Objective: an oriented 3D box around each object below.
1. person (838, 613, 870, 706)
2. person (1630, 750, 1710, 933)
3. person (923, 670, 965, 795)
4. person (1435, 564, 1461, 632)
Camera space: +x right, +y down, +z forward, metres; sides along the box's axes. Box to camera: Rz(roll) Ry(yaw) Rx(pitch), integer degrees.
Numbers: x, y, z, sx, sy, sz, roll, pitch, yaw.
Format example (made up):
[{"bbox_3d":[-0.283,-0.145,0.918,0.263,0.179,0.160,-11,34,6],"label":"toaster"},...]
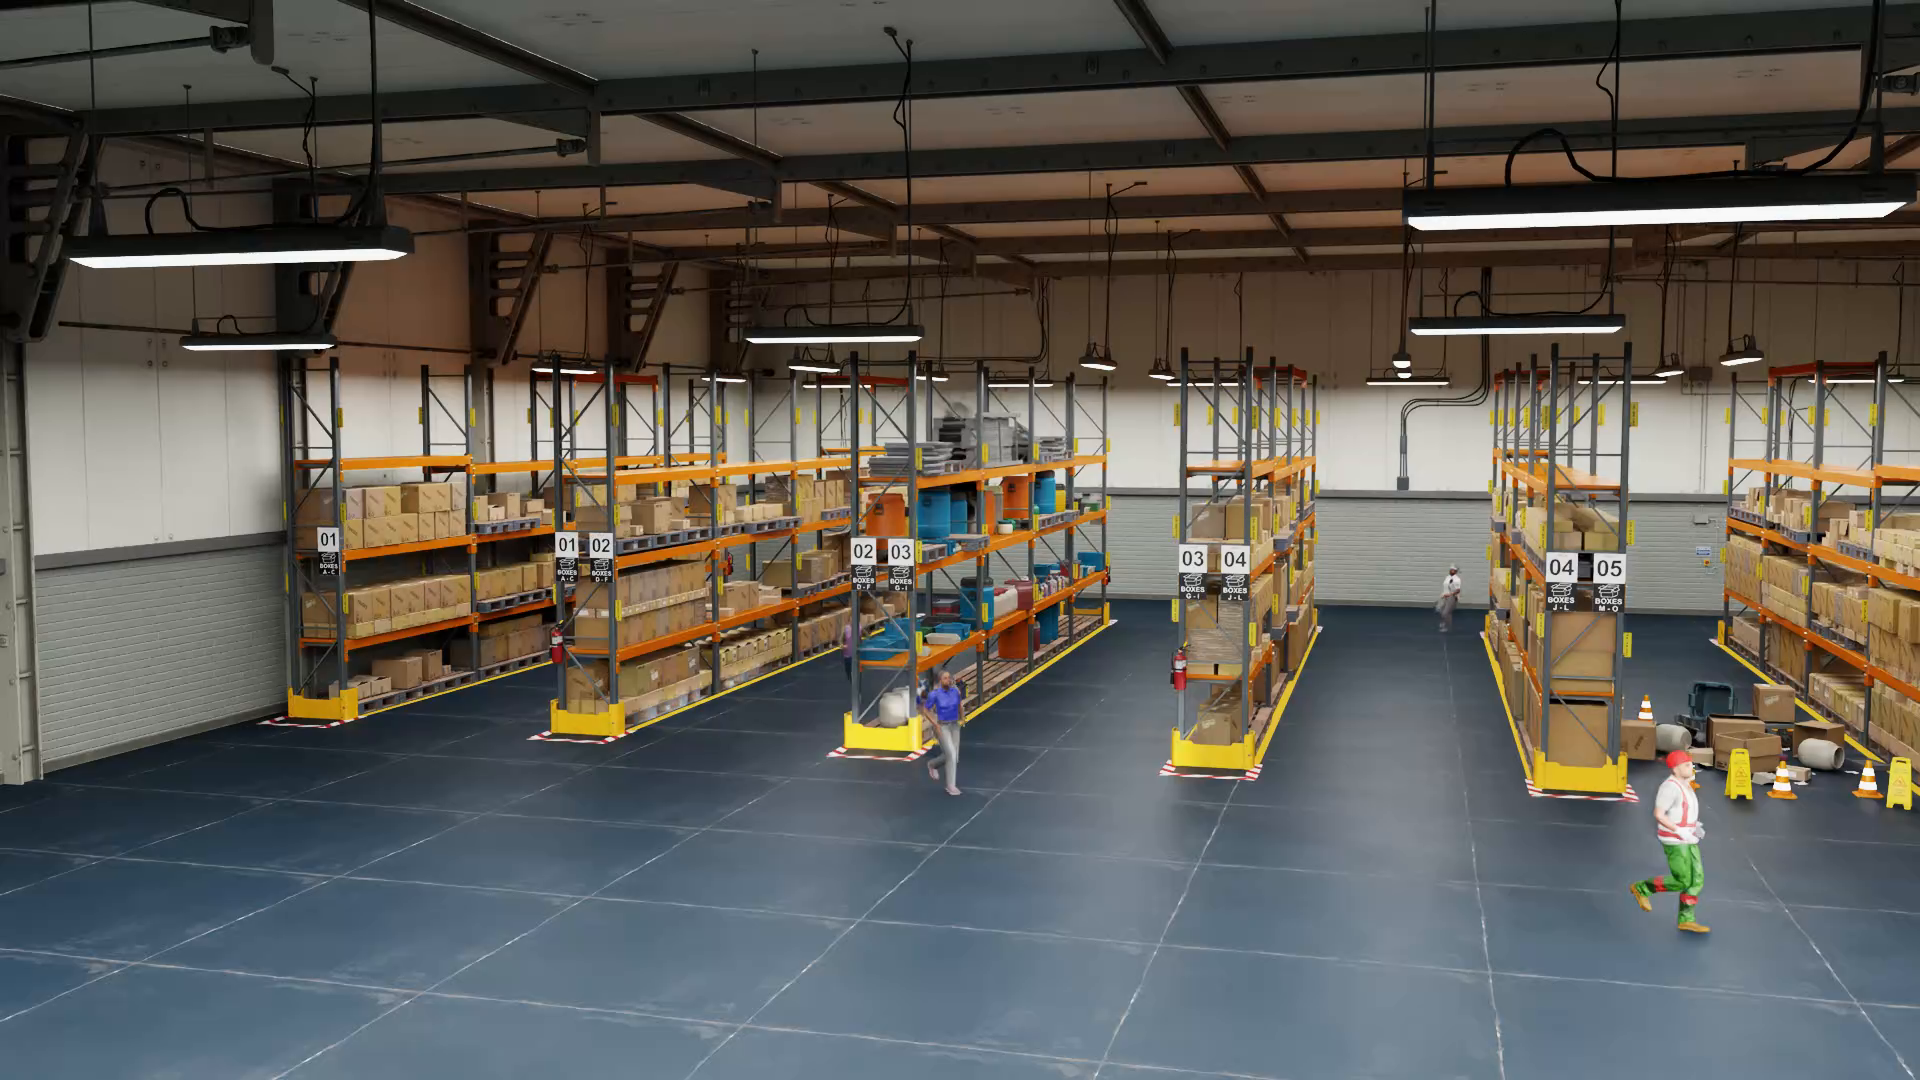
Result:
[{"bbox_3d":[-1.866,2.058,29.142,0.540,1.593,0.872,0,4,2],"label":"person"},{"bbox_3d":[7.001,2.931,16.297,0.751,1.754,0.649,4,6,43],"label":"person"},{"bbox_3d":[-0.210,2.560,22.337,0.576,1.649,0.726,-3,5,-36],"label":"person"},{"bbox_3d":[11.326,1.351,38.585,0.554,1.627,0.597,-2,5,-27],"label":"person"}]
